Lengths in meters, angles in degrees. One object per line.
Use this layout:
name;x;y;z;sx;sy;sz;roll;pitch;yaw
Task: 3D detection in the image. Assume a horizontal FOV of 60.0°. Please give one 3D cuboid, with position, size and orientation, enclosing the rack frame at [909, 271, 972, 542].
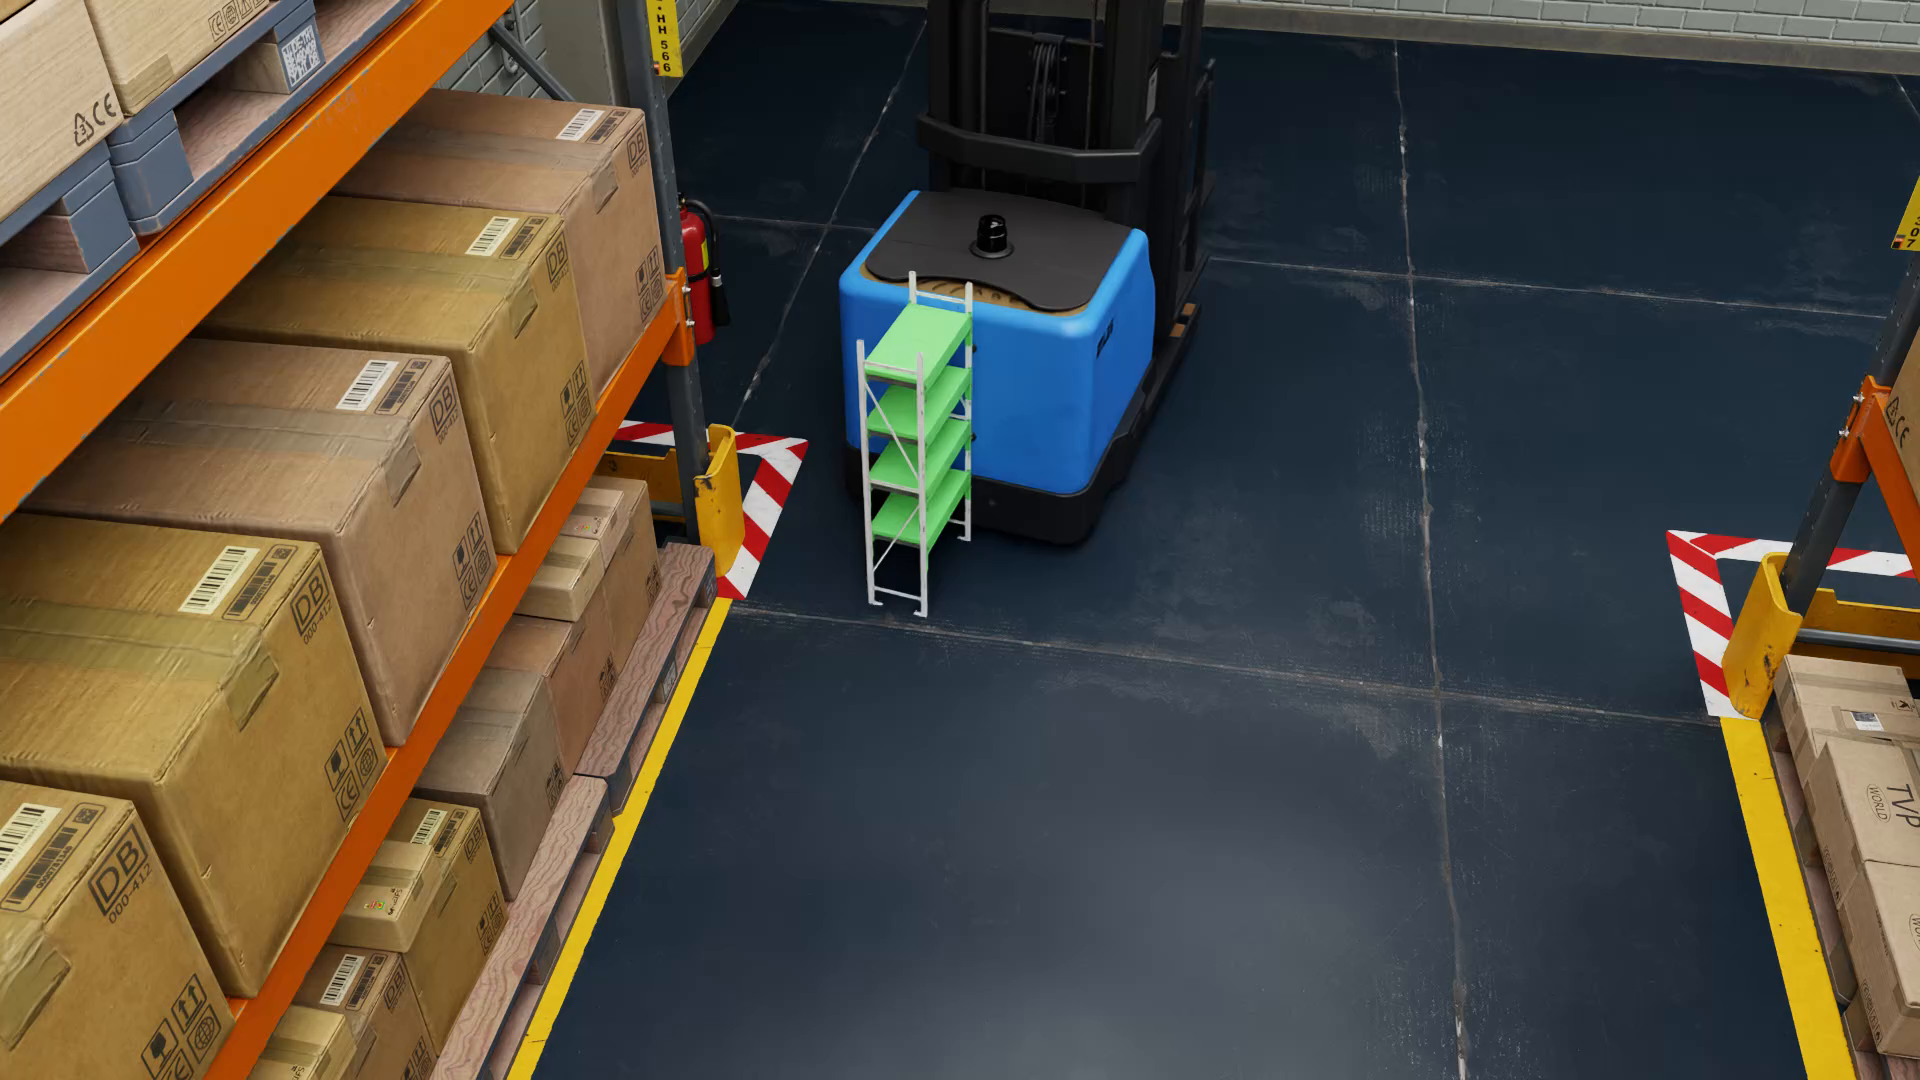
rack frame;-0.070;-0.485;6.395;0.240;1.200;0.015;13;41;15

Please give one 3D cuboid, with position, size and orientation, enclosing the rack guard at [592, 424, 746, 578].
rack guard;-1.470;-0.207;6.607;1.175;0.500;0.348;6;40;8

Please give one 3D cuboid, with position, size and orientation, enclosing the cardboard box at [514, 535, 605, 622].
cardboard box;-1.383;0.108;5.388;0.380;0.149;0.250;7;40;9

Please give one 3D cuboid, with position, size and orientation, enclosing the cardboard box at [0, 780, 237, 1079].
cardboard box;-2.056;0.901;3.070;0.980;0.700;0.700;7;40;8

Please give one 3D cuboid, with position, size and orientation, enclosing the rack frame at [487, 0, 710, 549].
rack frame;-1.474;-1.155;5.793;1.000;3.000;0.127;6;40;8

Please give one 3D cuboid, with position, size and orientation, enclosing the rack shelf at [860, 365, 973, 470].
rack shelf;-0.155;-0.475;6.107;0.258;0.148;0.480;13;41;15

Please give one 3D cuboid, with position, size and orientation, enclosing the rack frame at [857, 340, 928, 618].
rack frame;-0.239;-0.194;6.042;0.240;1.200;0.015;13;41;15

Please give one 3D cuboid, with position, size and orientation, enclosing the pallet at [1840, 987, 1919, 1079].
pallet;3.042;1.775;4.437;1.003;0.211;1.213;6;40;8

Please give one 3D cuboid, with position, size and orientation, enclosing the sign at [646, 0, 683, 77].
sign;-0.942;-1.624;5.265;0.100;0.325;0.005;6;40;8

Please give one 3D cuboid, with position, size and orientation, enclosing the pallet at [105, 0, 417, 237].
pallet;-1.801;-1.042;3.372;1.003;0.211;1.213;6;40;8

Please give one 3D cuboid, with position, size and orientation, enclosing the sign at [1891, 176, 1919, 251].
sign;2.871;-1.004;4.931;0.100;0.325;0.005;6;40;8

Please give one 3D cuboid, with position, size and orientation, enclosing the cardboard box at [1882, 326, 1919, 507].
cardboard box;3.069;-0.400;4.801;0.500;0.500;0.500;7;40;9

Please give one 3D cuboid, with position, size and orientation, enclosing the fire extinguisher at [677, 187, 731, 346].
fire extinguisher;-0.993;-1.025;5.989;0.296;0.674;0.183;6;40;8

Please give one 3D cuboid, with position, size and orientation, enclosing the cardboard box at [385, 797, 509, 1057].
cardboard box;-1.754;1.062;4.743;0.700;0.500;0.500;7;40;9

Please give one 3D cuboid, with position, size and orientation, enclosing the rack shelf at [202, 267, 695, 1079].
rack shelf;-1.820;0.378;4.504;1.077;0.370;4.000;6;40;8

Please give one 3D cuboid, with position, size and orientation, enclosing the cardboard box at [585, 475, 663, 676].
cardboard box;-1.497;0.097;5.911;0.700;0.500;0.500;6;40;8

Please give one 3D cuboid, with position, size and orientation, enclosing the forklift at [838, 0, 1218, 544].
forklift;0.509;-2.060;6.941;1.130;2.935;3.031;13;41;15

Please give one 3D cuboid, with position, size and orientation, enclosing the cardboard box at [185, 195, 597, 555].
cardboard box;-1.667;-0.491;4.755;0.980;0.700;0.700;6;40;7

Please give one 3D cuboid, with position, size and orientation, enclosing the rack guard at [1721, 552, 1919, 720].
rack guard;3.393;0.400;5.874;1.175;0.500;0.348;6;40;8

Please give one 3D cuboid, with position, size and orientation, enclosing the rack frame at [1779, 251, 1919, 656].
rack frame;3.406;-0.611;5.135;1.000;3.000;0.127;6;40;8

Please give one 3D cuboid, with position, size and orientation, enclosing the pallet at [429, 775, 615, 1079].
pallet;-1.749;1.194;5.141;1.003;0.211;1.213;6;40;8

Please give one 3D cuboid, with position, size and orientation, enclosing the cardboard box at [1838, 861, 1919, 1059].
cardboard box;2.859;1.217;4.737;0.500;0.250;0.500;6;40;8

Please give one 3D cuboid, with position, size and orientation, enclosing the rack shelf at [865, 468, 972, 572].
rack shelf;-0.155;-0.105;6.413;0.258;0.148;0.480;13;41;15

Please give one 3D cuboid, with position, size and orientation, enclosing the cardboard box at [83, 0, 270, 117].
cardboard box;-1.603;-0.989;2.947;0.500;0.250;0.500;5;40;6

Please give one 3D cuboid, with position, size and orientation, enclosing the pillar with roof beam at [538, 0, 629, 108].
pillar with roof beam;2.381;-4.782;5.472;9.100;9.000;0.400;6;40;8

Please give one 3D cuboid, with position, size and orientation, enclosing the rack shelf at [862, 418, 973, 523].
rack shelf;-0.155;-0.290;6.260;0.258;0.148;0.480;13;41;15

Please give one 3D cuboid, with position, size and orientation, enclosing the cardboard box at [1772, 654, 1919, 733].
cardboard box;2.995;0.543;5.631;0.380;0.149;0.250;6;40;8

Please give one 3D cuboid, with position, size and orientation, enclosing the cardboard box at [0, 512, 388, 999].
cardboard box;-1.924;0.444;3.624;0.980;0.700;0.700;5;40;7

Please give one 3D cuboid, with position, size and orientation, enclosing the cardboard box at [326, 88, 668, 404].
cardboard box;-1.552;-0.949;5.309;0.980;0.700;0.700;8;40;10

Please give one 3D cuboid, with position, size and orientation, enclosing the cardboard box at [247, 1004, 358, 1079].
cardboard box;-1.697;1.254;4.002;0.380;0.149;0.250;8;40;9

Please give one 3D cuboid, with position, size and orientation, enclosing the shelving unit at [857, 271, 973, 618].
shelving unit;-0.155;-0.339;6.219;0.258;1.200;0.503;13;41;15

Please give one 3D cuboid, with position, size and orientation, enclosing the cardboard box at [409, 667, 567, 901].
cardboard box;-1.669;0.727;5.149;0.700;0.500;0.500;5;40;6

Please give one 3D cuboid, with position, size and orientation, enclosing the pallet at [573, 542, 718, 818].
pallet;-1.535;0.430;6.064;1.003;0.211;1.213;6;40;8

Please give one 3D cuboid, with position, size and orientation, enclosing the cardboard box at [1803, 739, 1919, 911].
cardboard box;2.946;0.903;5.116;0.500;0.250;0.500;6;40;8

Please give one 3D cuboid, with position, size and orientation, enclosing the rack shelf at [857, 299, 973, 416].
rack shelf;-0.155;-0.660;5.954;0.258;0.148;0.480;13;41;15

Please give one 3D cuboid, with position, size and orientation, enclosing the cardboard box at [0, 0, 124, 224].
cardboard box;-1.685;-0.666;2.557;0.500;0.250;0.500;6;40;7

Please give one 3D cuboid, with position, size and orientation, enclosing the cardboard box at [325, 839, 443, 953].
cardboard box;-1.607;0.927;4.398;0.380;0.149;0.250;5;40;6

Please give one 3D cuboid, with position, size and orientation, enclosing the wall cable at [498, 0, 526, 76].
wall cable;-2.184;-2.454;6.567;0.084;1.984;1.851;6;40;8

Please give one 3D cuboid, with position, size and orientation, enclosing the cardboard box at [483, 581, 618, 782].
cardboard box;-1.583;0.411;5.531;0.700;0.500;0.500;6;40;8

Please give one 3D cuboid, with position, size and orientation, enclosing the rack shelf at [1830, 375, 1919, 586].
rack shelf;3.060;0.921;3.846;1.077;0.370;4.000;6;40;8

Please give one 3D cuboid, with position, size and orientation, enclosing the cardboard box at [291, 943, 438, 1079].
cardboard box;-1.846;1.384;4.354;0.700;0.500;0.500;6;40;7

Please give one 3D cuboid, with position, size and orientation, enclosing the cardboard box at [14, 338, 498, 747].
cardboard box;-1.808;-0.014;4.177;0.980;0.700;0.700;5;40;6

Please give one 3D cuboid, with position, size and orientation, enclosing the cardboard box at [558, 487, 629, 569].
cardboard box;-1.339;-0.052;5.582;0.380;0.149;0.250;6;40;7

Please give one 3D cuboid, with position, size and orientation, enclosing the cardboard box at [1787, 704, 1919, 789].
cardboard box;2.951;0.693;5.436;0.380;0.166;0.250;6;40;8

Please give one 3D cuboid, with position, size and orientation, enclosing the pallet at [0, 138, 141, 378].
pallet;-2.014;-0.279;2.449;1.003;0.211;1.213;6;40;8

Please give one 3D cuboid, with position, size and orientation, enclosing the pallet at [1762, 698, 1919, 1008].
pallet;3.256;1.012;5.361;1.003;0.211;1.213;6;40;8
